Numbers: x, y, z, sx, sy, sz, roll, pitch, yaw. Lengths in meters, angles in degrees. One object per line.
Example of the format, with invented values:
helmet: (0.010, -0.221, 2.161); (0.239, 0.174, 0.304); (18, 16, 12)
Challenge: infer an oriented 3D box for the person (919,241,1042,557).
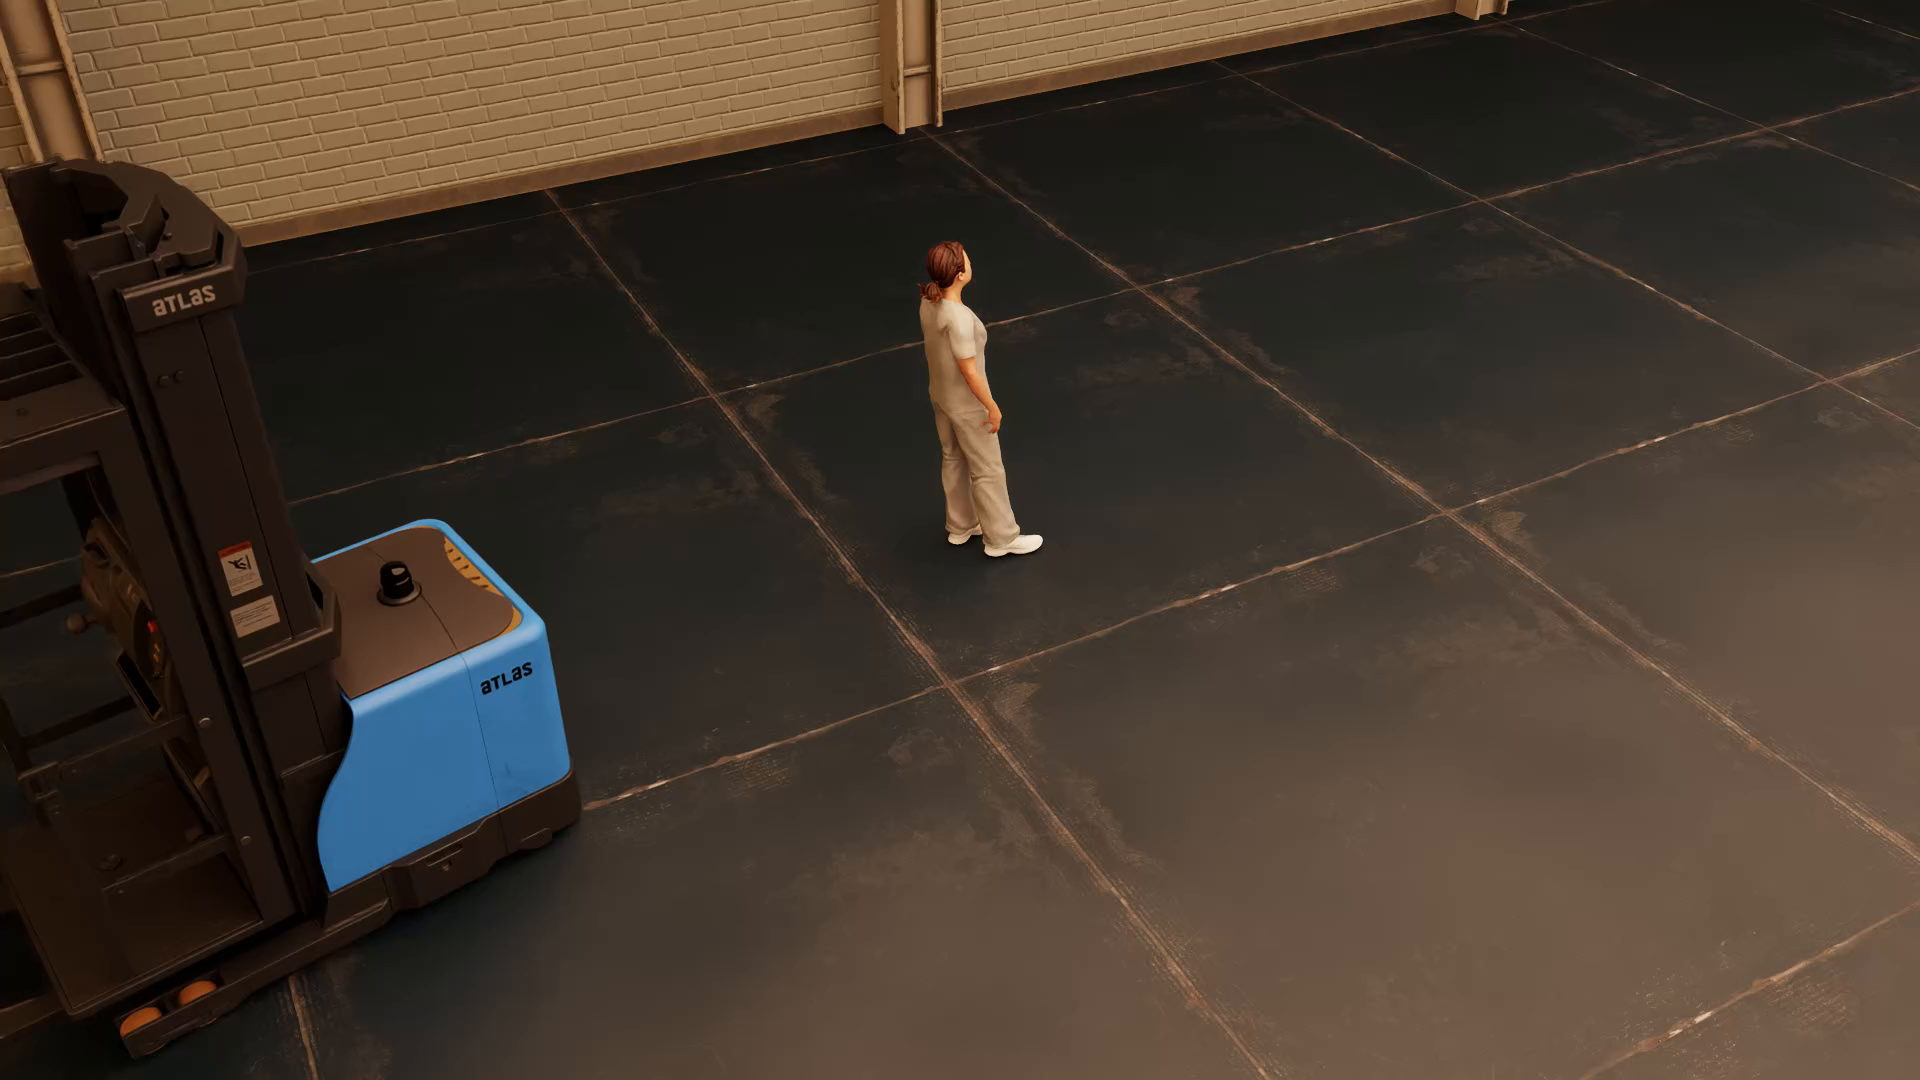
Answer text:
person: (0.071, -0.703, 8.193); (0.549, 1.675, 0.549); (-17, 39, -23)

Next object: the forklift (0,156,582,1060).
forklift: (-3.041, 0.320, 5.671); (3.031, 2.935, 1.130); (-25, 42, -31)
